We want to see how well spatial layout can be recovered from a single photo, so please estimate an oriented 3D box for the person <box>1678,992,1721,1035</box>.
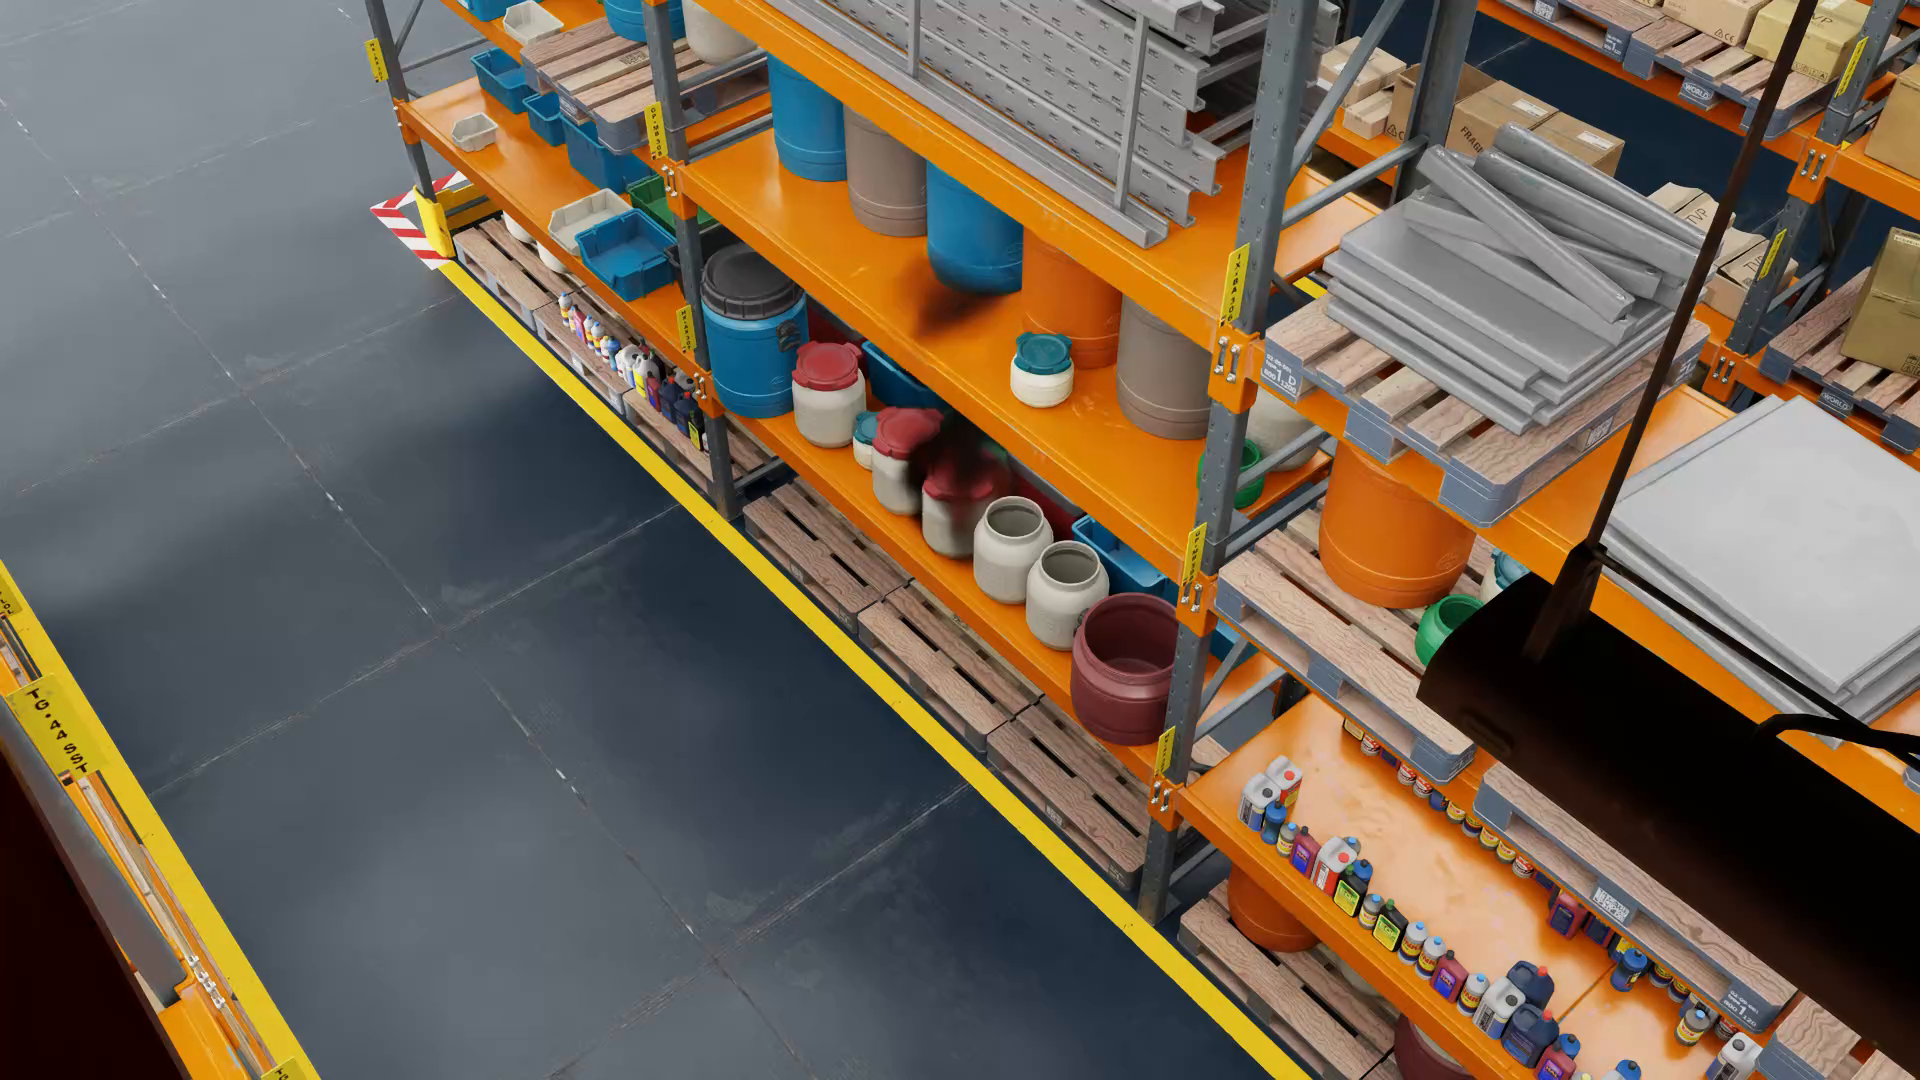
[{"bbox_3d":[4.574,5.156,5.024,2.485,1.591,7.864,-2,47,-2],"label":"person"}]
